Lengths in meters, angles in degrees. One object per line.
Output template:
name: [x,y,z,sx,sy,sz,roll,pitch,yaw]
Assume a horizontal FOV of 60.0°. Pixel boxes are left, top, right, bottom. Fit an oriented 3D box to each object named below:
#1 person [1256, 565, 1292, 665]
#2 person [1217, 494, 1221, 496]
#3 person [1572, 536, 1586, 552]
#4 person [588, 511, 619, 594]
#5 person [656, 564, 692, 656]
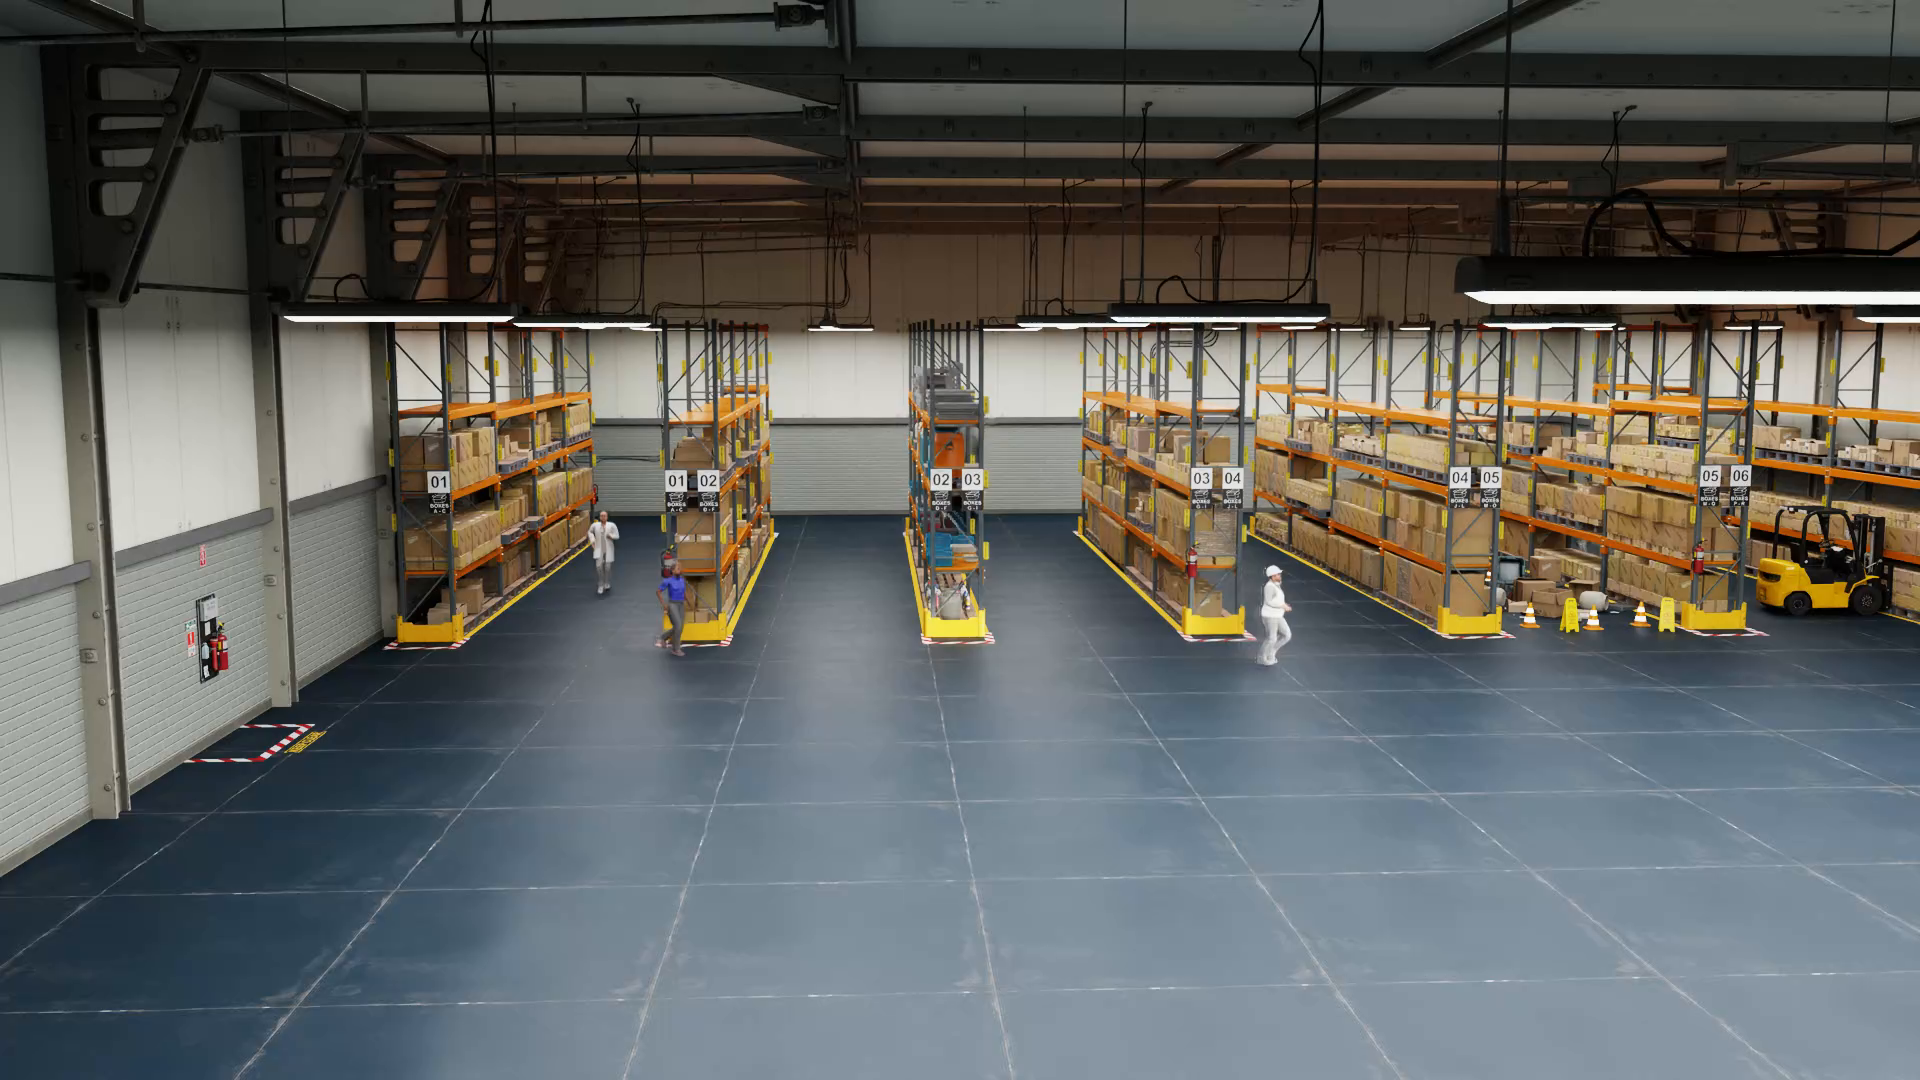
person: [5.449,1.309,28.741,0.638,1.745,0.662,4,8,28]
person: [7.205,-0.988,47.327,0.696,1.753,0.948,2,7,18]
person: [15.929,-0.371,42.770,0.602,1.619,0.729,0,7,-4]
person: [-7.924,0.276,37.014,0.682,1.841,0.801,-1,7,-10]
person: [-5.115,1.243,29.935,0.662,1.631,0.622,5,9,37]
